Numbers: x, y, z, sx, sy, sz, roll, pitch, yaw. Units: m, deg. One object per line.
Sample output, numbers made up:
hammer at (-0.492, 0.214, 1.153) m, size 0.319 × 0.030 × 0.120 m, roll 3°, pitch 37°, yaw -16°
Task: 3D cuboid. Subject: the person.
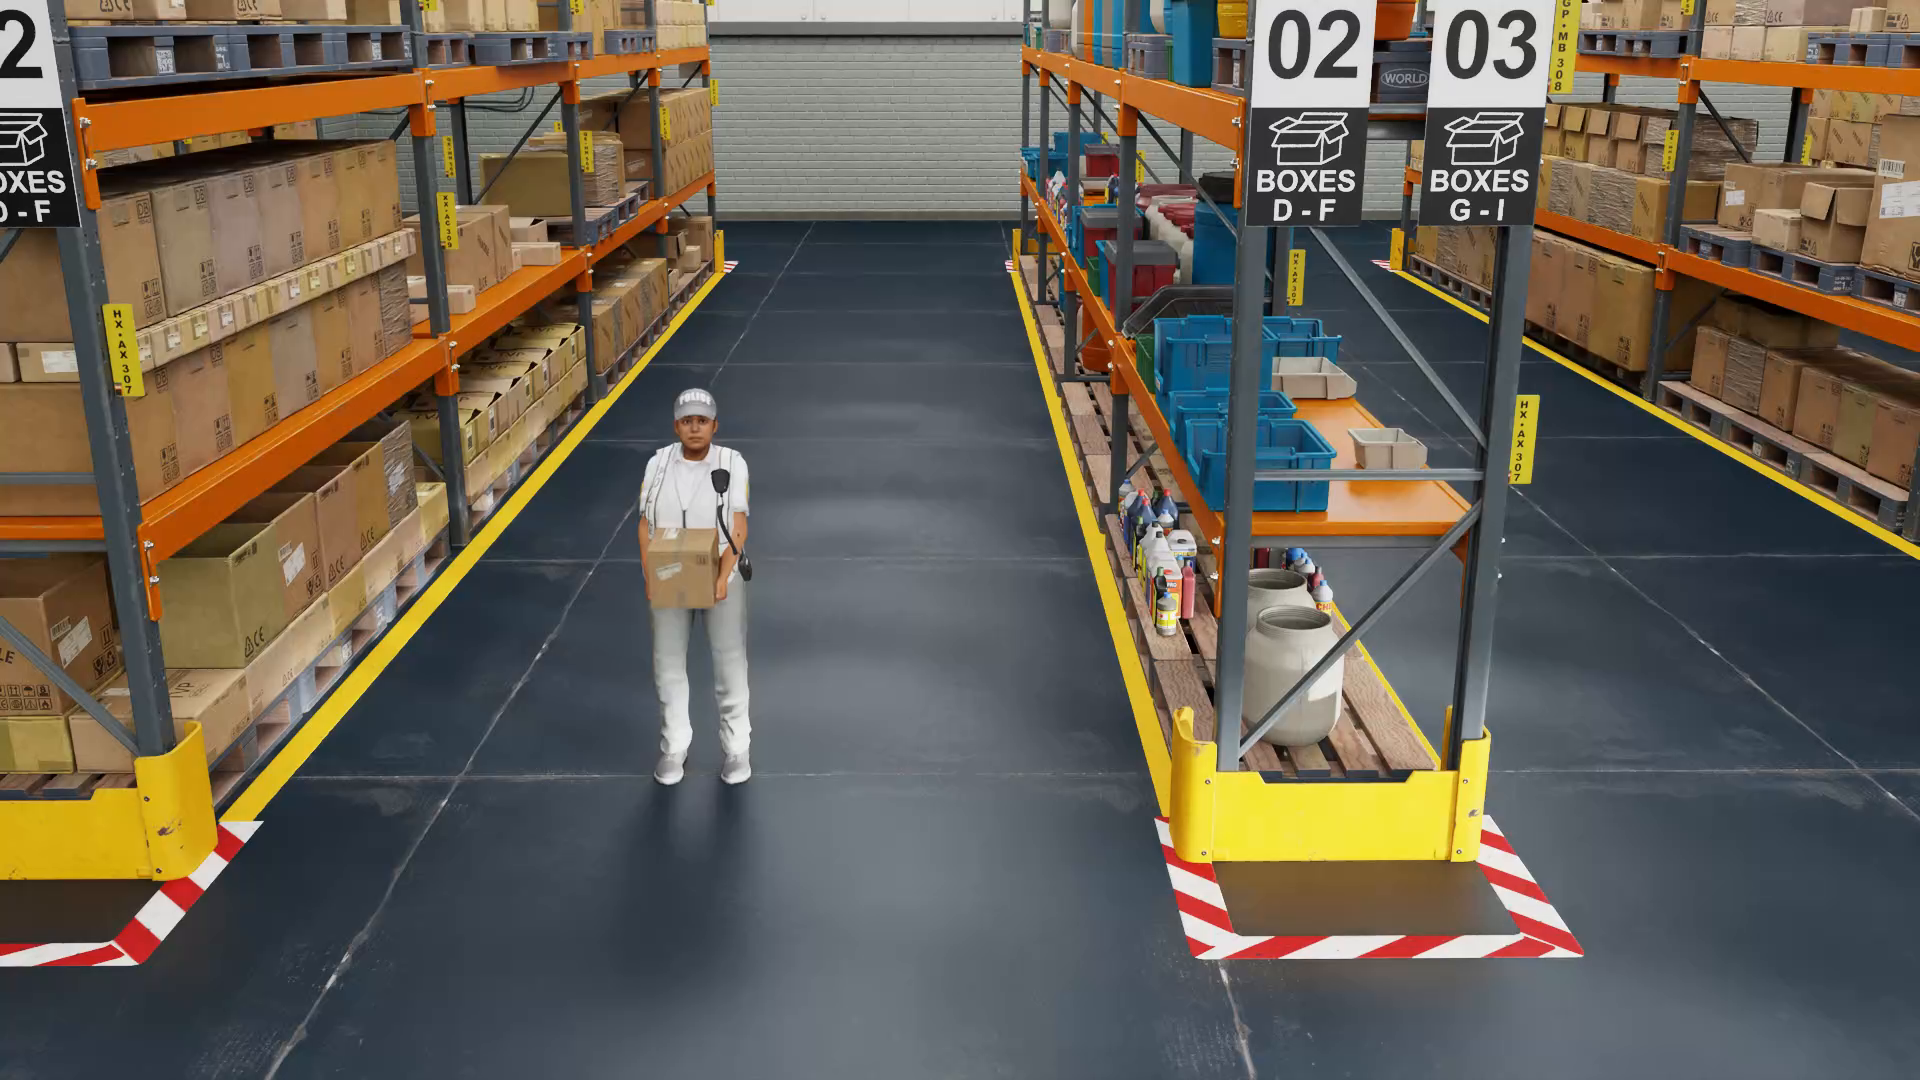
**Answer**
person at (-1.092, 0.213, 6.873) m, size 0.453 × 1.653 × 0.535 m, roll 0°, pitch 17°, yaw -1°
